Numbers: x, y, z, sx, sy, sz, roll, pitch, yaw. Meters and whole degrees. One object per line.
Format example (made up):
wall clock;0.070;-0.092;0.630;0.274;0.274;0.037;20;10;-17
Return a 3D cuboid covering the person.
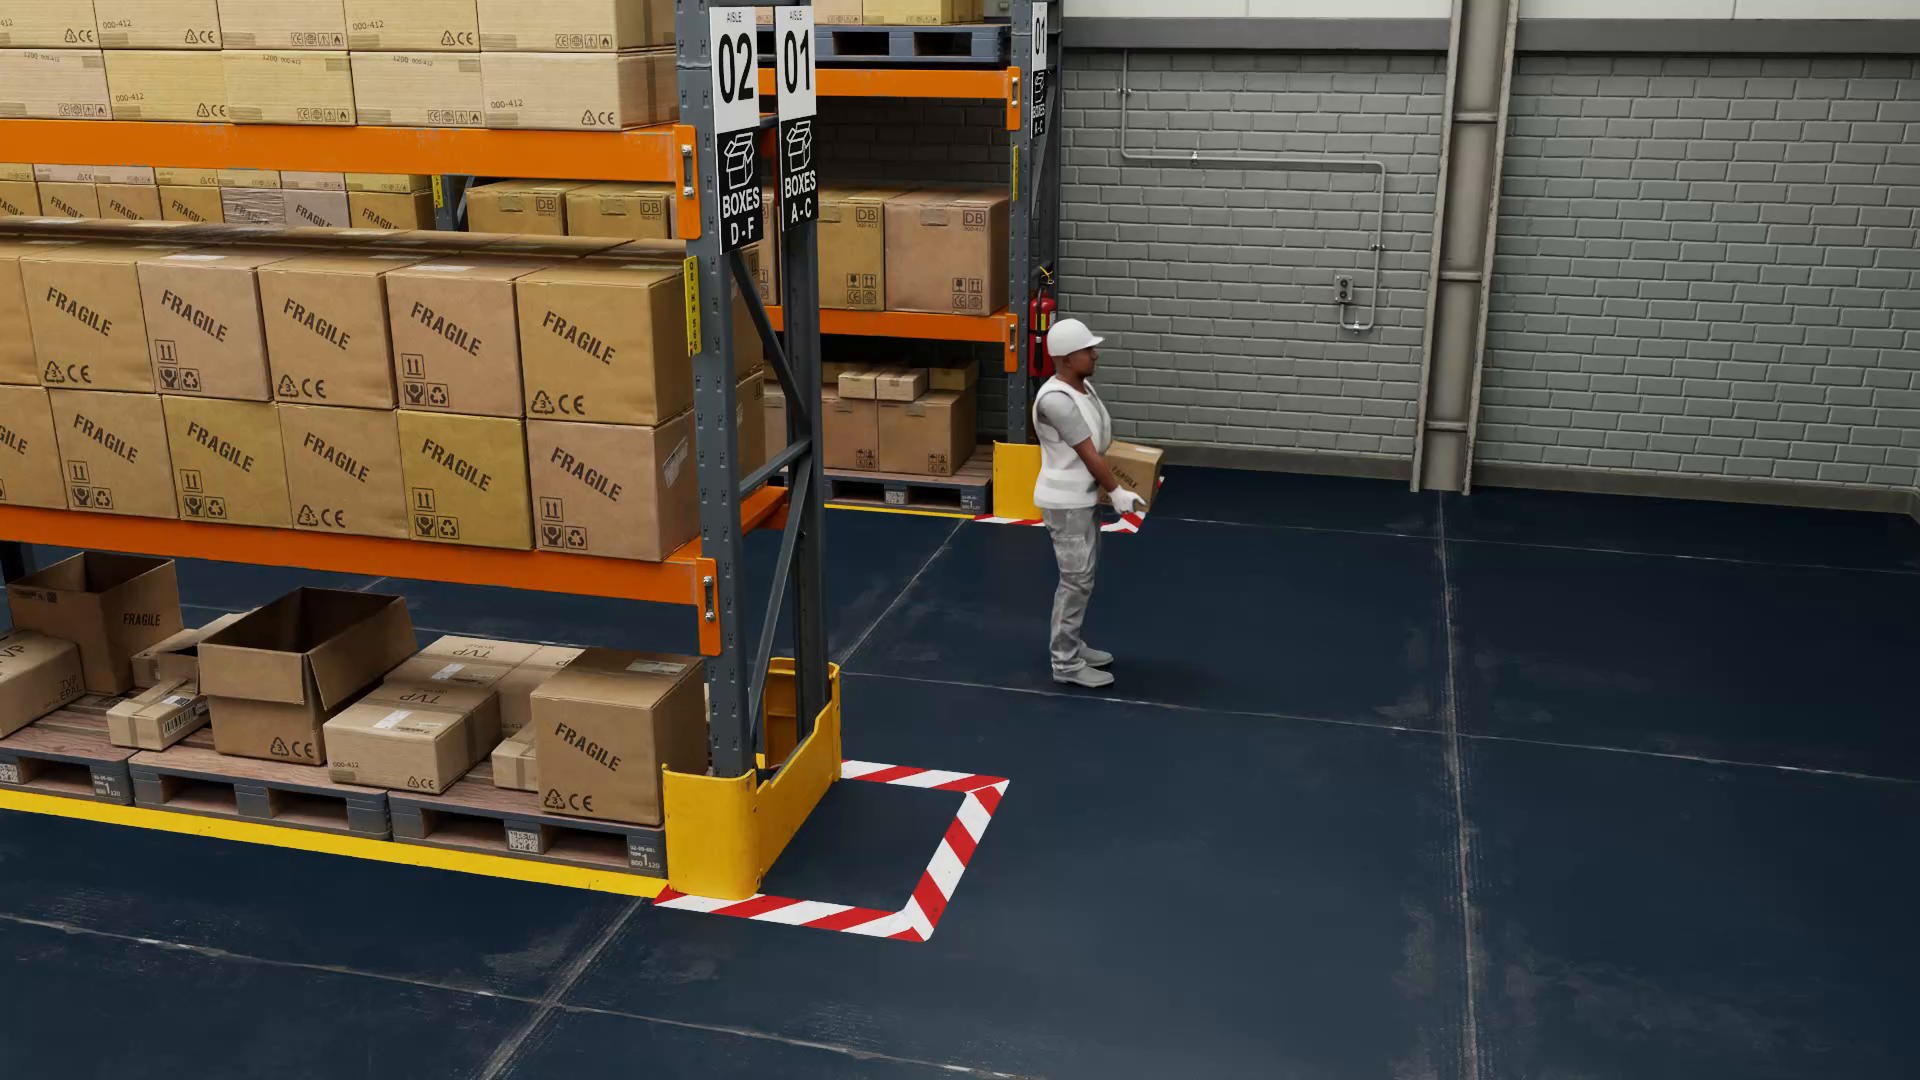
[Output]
person;0.649;-0.180;8.078;0.564;1.781;0.488;5;19;14
